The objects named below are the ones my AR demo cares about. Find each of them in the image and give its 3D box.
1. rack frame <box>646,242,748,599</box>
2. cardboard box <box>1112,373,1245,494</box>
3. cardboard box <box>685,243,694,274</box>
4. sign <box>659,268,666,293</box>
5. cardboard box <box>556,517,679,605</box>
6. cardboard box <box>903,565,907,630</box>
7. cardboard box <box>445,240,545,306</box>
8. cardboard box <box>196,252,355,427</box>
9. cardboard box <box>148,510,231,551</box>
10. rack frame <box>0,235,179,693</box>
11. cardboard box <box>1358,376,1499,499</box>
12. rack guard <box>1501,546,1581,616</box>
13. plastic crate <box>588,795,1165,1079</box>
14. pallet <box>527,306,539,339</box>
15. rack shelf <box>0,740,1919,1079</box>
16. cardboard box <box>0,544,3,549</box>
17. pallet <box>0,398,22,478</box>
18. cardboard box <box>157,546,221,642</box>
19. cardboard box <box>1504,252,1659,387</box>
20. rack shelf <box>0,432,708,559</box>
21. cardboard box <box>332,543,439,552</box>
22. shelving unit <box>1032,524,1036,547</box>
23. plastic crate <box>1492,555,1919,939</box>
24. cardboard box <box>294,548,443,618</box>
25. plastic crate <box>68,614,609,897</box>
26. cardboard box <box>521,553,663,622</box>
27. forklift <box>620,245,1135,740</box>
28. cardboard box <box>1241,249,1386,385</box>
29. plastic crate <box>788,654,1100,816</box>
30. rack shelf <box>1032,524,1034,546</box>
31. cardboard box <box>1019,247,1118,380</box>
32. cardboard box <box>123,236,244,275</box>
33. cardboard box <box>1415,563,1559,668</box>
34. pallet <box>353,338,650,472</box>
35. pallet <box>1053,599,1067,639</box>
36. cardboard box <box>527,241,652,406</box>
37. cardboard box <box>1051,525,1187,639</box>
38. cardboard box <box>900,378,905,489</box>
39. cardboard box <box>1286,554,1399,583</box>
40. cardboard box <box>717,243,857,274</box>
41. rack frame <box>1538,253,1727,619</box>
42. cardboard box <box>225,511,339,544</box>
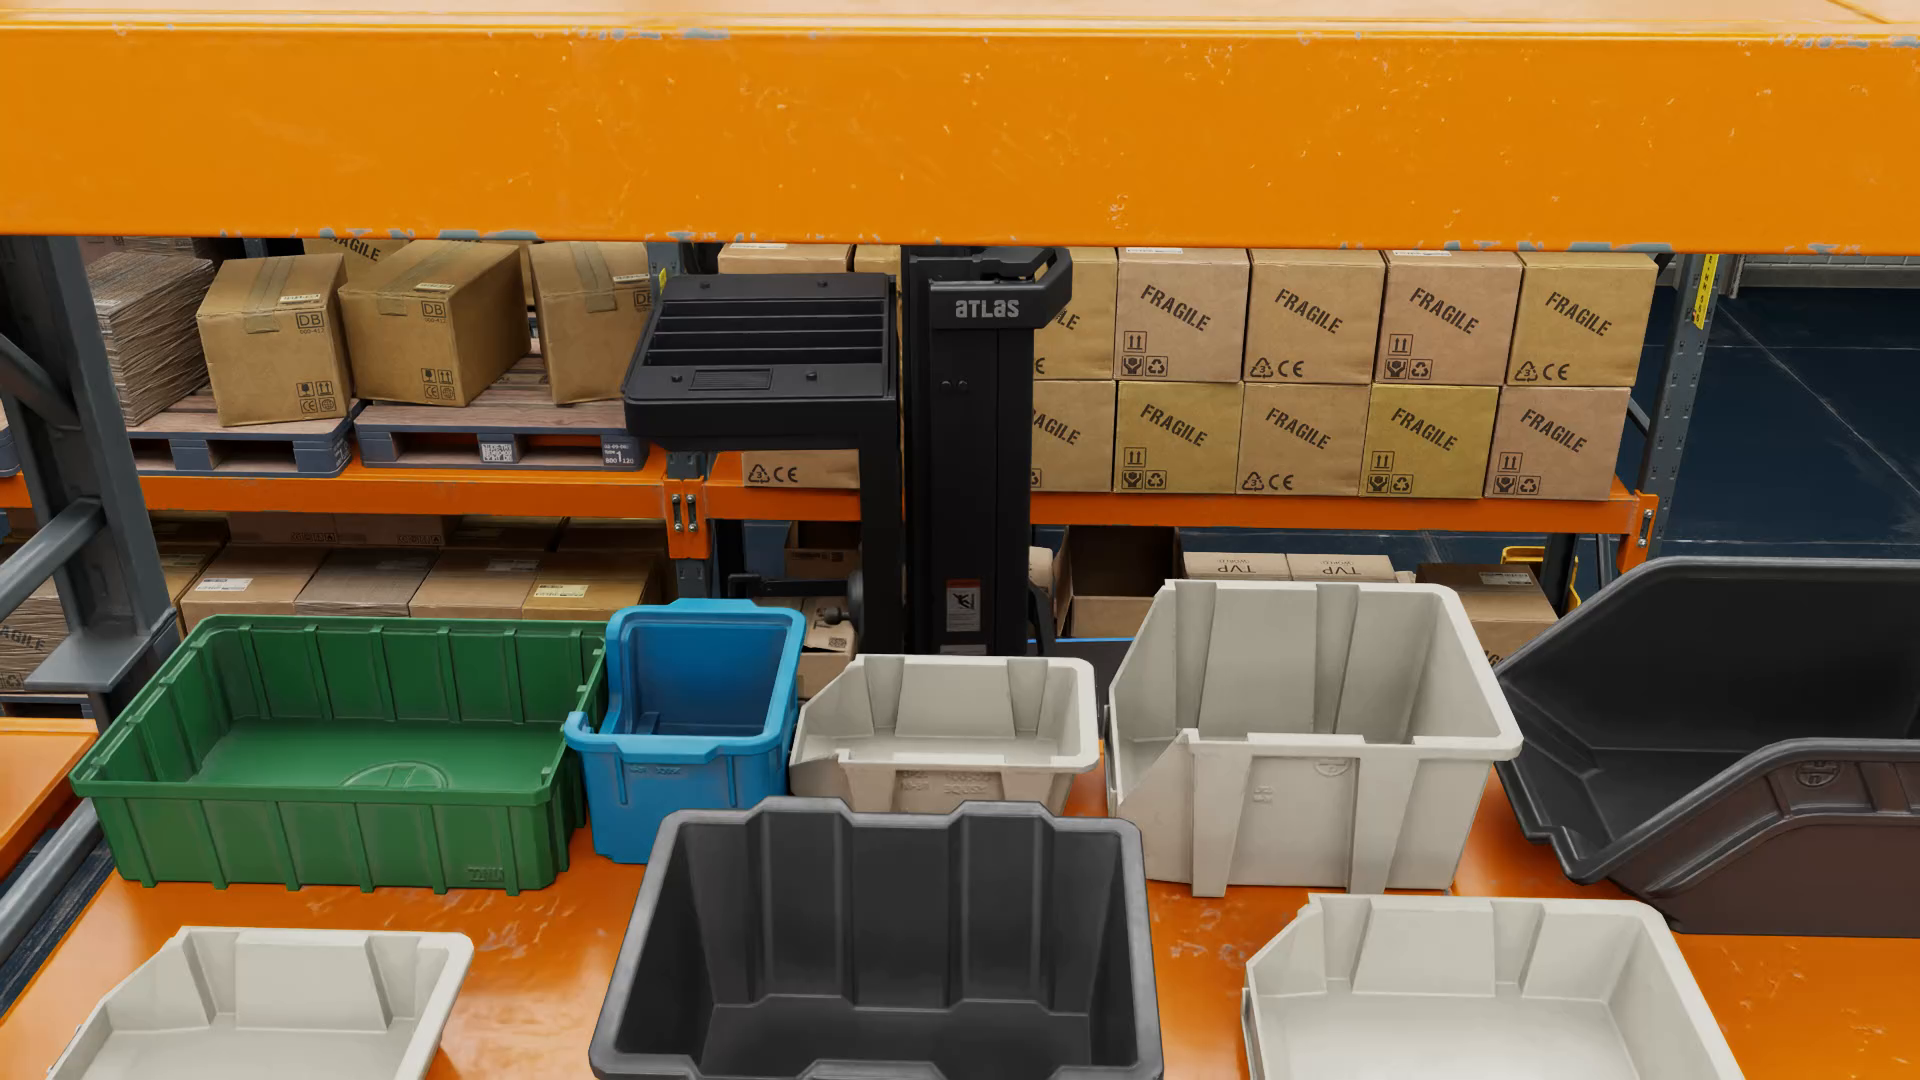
[{"bbox_3d":[-1.134,-0.641,7.256,0.127,3.000,1.000,1,28,2],"label":"rack frame"},{"bbox_3d":[0.886,-0.525,6.931,0.500,0.500,0.500,1,28,1],"label":"cardboard box"},{"bbox_3d":[-1.617,-2.145,11.941,0.750,0.750,0.750,1,28,2],"label":"cardboard box"},{"bbox_3d":[-1.150,-0.893,6.495,0.005,0.325,0.100,1,28,2],"label":"sign"},{"bbox_3d":[-1.608,0.147,7.969,0.500,0.500,0.500,0,28,-1],"label":"cardboard box"},{"bbox_3d":[-0.177,0.279,8.095,0.250,0.149,0.380,1,28,2],"label":"cardboard box"},{"bbox_3d":[-3.355,-2.170,11.989,0.750,0.750,0.750,1,28,2],"label":"cardboard box"},{"bbox_3d":[-2.901,-0.871,7.135,0.500,0.500,0.700,-6,29,-11],"label":"cardboard box"},{"bbox_3d":[-3.671,0.117,8.025,0.500,0.500,0.500,0,28,0],"label":"cardboard box"},{"bbox_3d":[-1.312,-0.973,1.478,0.127,3.000,1.000,1,28,2],"label":"rack frame"},{"bbox_3d":[1.888,-0.506,6.895,0.500,0.500,0.500,1,28,2],"label":"cardboard box"},{"bbox_3d":[2.788,0.528,7.719,0.348,0.500,1.175,1,28,2],"label":"rack guard"},{"bbox_3d":[-0.080,0.559,1.930,0.590,0.269,0.497,1,28,2],"label":"plastic crate"},{"bbox_3d":[-2.959,-1.724,12.277,1.213,0.211,1.003,1,28,2],"label":"pallet"},{"bbox_3d":[0.687,0.703,2.286,4.000,0.370,1.077,1,28,2],"label":"rack shelf"},{"bbox_3d":[-4.686,0.344,7.597,0.500,0.500,0.500,2,28,4],"label":"cardboard box"},{"bbox_3d":[-4.451,-0.644,7.467,1.003,0.211,1.213,1,28,2],"label":"pallet"},{"bbox_3d":[-3.662,0.361,7.565,0.500,0.500,0.500,1,28,1],"label":"cardboard box"},{"bbox_3d":[2.409,-0.939,6.645,0.500,0.500,0.500,1,28,1],"label":"cardboard box"},{"bbox_3d":[-3.132,-0.356,7.487,4.000,0.370,1.077,1,28,2],"label":"rack shelf"},{"bbox_3d":[-2.641,0.132,7.998,0.500,0.500,0.500,1,28,2],"label":"cardboard box"},{"bbox_3d":[0.165,-0.925,8.753,0.503,2.100,0.431,1,28,2],"label":"shelving unit"},{"bbox_3d":[1.168,0.292,2.360,0.767,0.338,0.504,1,28,2],"label":"plastic crate"},{"bbox_3d":[-2.632,0.375,7.540,0.500,0.500,0.500,1,28,2],"label":"cardboard box"},{"bbox_3d":[-0.878,0.311,2.483,0.662,0.188,0.450,1,28,2],"label":"plastic crate"},{"bbox_3d":[-1.637,0.395,7.501,0.500,0.500,0.500,1,28,2],"label":"cardboard box"},{"bbox_3d":[-0.509,0.261,5.629,3.031,2.935,1.130,-1,28,-2],"label":"forklift"},{"bbox_3d":[1.386,-0.954,6.672,0.500,0.500,0.500,2,28,3],"label":"cardboard box"},{"bbox_3d":[-0.028,0.312,2.538,0.466,0.136,0.293,1,28,2],"label":"plastic crate"},{"bbox_3d":[0.165,-0.294,9.087,0.480,0.518,0.431,1,28,2],"label":"rack shelf"},{"bbox_3d":[0.357,-0.970,6.703,0.500,0.500,0.500,0,28,0],"label":"cardboard box"},{"bbox_3d":[-5.681,-2.103,12.214,0.500,0.500,0.700,1,28,3],"label":"cardboard box"},{"bbox_3d":[2.312,0.442,7.413,0.500,0.500,0.500,1,28,2],"label":"cardboard box"},{"bbox_3d":[-1.928,-0.620,7.423,1.213,0.211,1.003,1,28,2],"label":"pallet"},{"bbox_3d":[0.775,0.622,7.852,1.213,0.211,1.003,1,28,2],"label":"pallet"},{"bbox_3d":[-1.599,-0.983,7.347,0.500,0.500,0.700,-8,29,-15],"label":"cardboard box"},{"bbox_3d":[0.744,0.296,7.684,0.637,0.503,0.797,1,28,2],"label":"cardboard box"},{"bbox_3d":[-0.122,-0.542,6.963,0.500,0.500,0.500,1,28,3],"label":"cardboard box"},{"bbox_3d":[1.831,0.296,7.956,0.500,0.250,0.500,1,28,2],"label":"cardboard box"},{"bbox_3d":[-0.673,-0.987,6.736,0.500,0.500,0.500,2,28,3],"label":"cardboard box"},{"bbox_3d":[2.864,-0.575,7.132,0.127,3.000,1.000,1,28,2],"label":"rack frame"},{"bbox_3d":[-3.109,-0.209,7.840,0.500,0.250,0.500,0,28,1],"label":"cardboard box"}]
